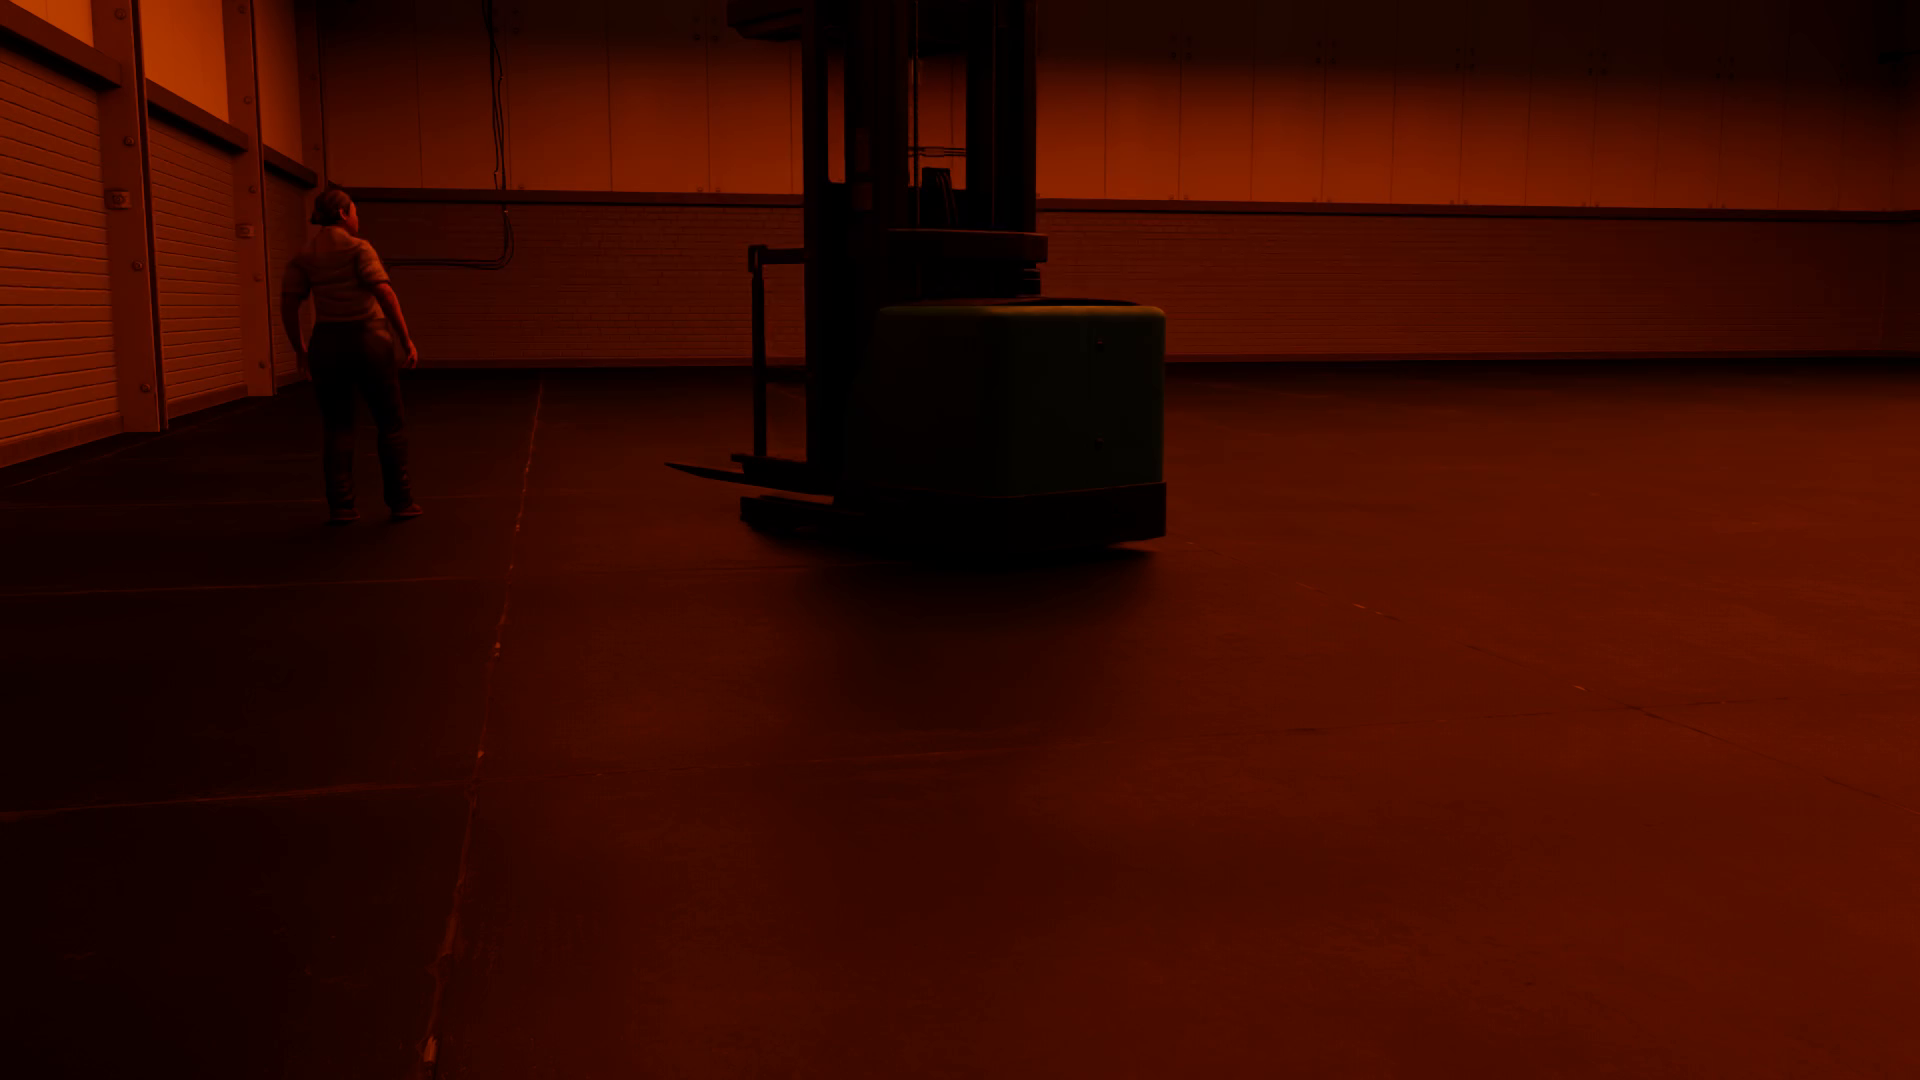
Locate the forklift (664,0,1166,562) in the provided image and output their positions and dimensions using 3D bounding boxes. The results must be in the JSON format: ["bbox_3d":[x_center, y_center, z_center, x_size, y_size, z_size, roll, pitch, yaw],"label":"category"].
[{"bbox_3d":[-0.412,-1.518,7.976,1.130,2.935,3.031,-6,10,-39],"label":"forklift"}]

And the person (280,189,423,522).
[{"bbox_3d":[-3.023,-0.919,8.346,0.653,1.647,0.492,0,8,3],"label":"person"}]
